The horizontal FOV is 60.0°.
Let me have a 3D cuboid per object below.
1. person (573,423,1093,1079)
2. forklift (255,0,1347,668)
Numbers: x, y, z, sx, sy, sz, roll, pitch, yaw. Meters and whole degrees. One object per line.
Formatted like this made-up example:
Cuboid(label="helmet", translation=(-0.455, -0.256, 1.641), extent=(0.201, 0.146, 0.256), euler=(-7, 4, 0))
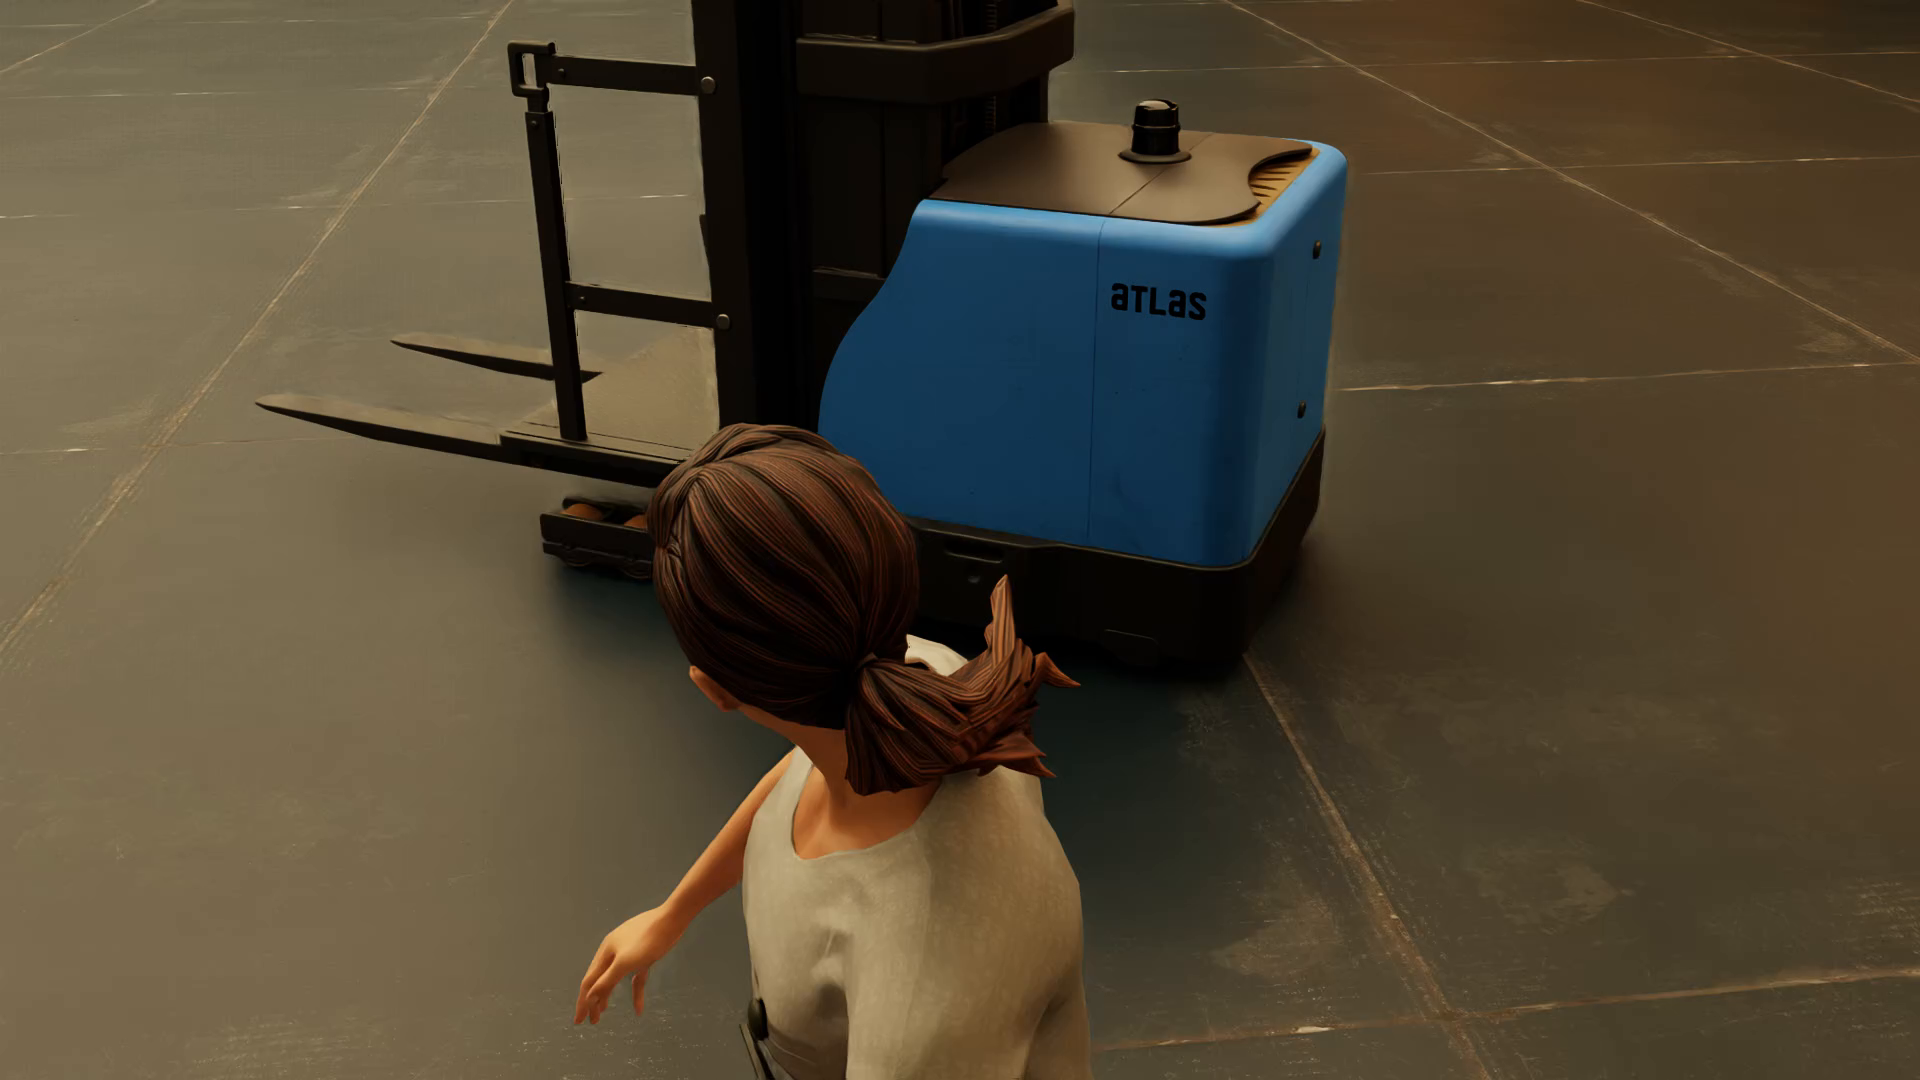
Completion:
Cuboid(label="person", translation=(-0.173, 0.634, 1.487), extent=(0.698, 1.567, 0.718), euler=(-11, 28, -22))
Cuboid(label="forklift", translation=(-0.572, -1.416, 4.169), extent=(3.031, 2.935, 1.130), euler=(10, 27, 20))
